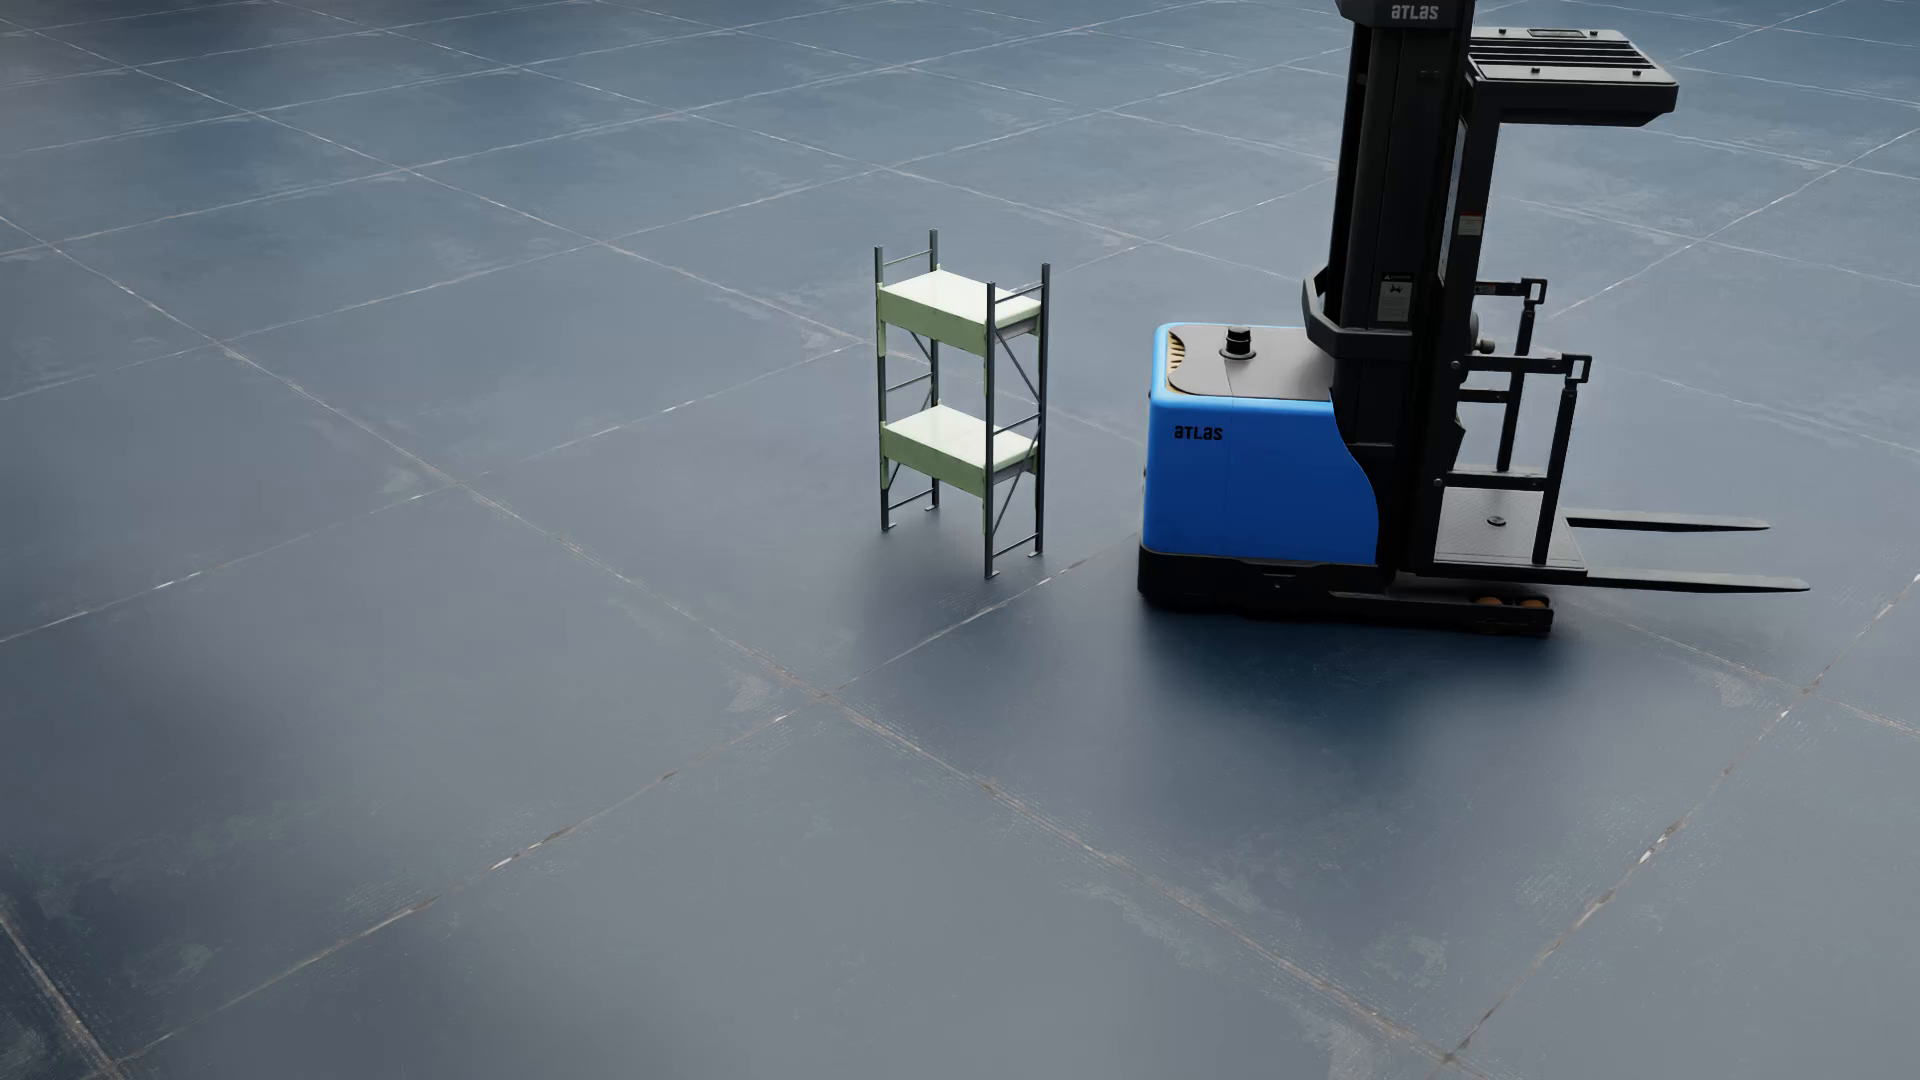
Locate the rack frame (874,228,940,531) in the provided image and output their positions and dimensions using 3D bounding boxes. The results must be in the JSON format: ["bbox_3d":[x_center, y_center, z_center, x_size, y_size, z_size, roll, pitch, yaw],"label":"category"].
[{"bbox_3d":[-0.256,-0.781,8.300,0.023,1.500,0.400,25,36,38],"label":"rack frame"}]

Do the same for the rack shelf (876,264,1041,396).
[{"bbox_3d":[0.005,-1.007,7.891,0.720,0.370,0.431,25,36,38],"label":"rack shelf"}]

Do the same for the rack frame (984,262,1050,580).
[{"bbox_3d":[0.266,-0.542,7.846,0.023,1.500,0.400,25,36,38],"label":"rack frame"}]

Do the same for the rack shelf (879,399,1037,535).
[{"bbox_3d":[0.005,-0.373,8.225,0.720,0.370,0.431,25,36,38],"label":"rack shelf"}]

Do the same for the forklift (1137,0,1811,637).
[{"bbox_3d":[2.392,-1.120,7.406,3.031,2.935,1.130,3,28,6],"label":"forklift"}]

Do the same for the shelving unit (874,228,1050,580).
[{"bbox_3d":[0.005,-0.662,8.073,0.755,1.500,0.431,25,36,38],"label":"shelving unit"}]
